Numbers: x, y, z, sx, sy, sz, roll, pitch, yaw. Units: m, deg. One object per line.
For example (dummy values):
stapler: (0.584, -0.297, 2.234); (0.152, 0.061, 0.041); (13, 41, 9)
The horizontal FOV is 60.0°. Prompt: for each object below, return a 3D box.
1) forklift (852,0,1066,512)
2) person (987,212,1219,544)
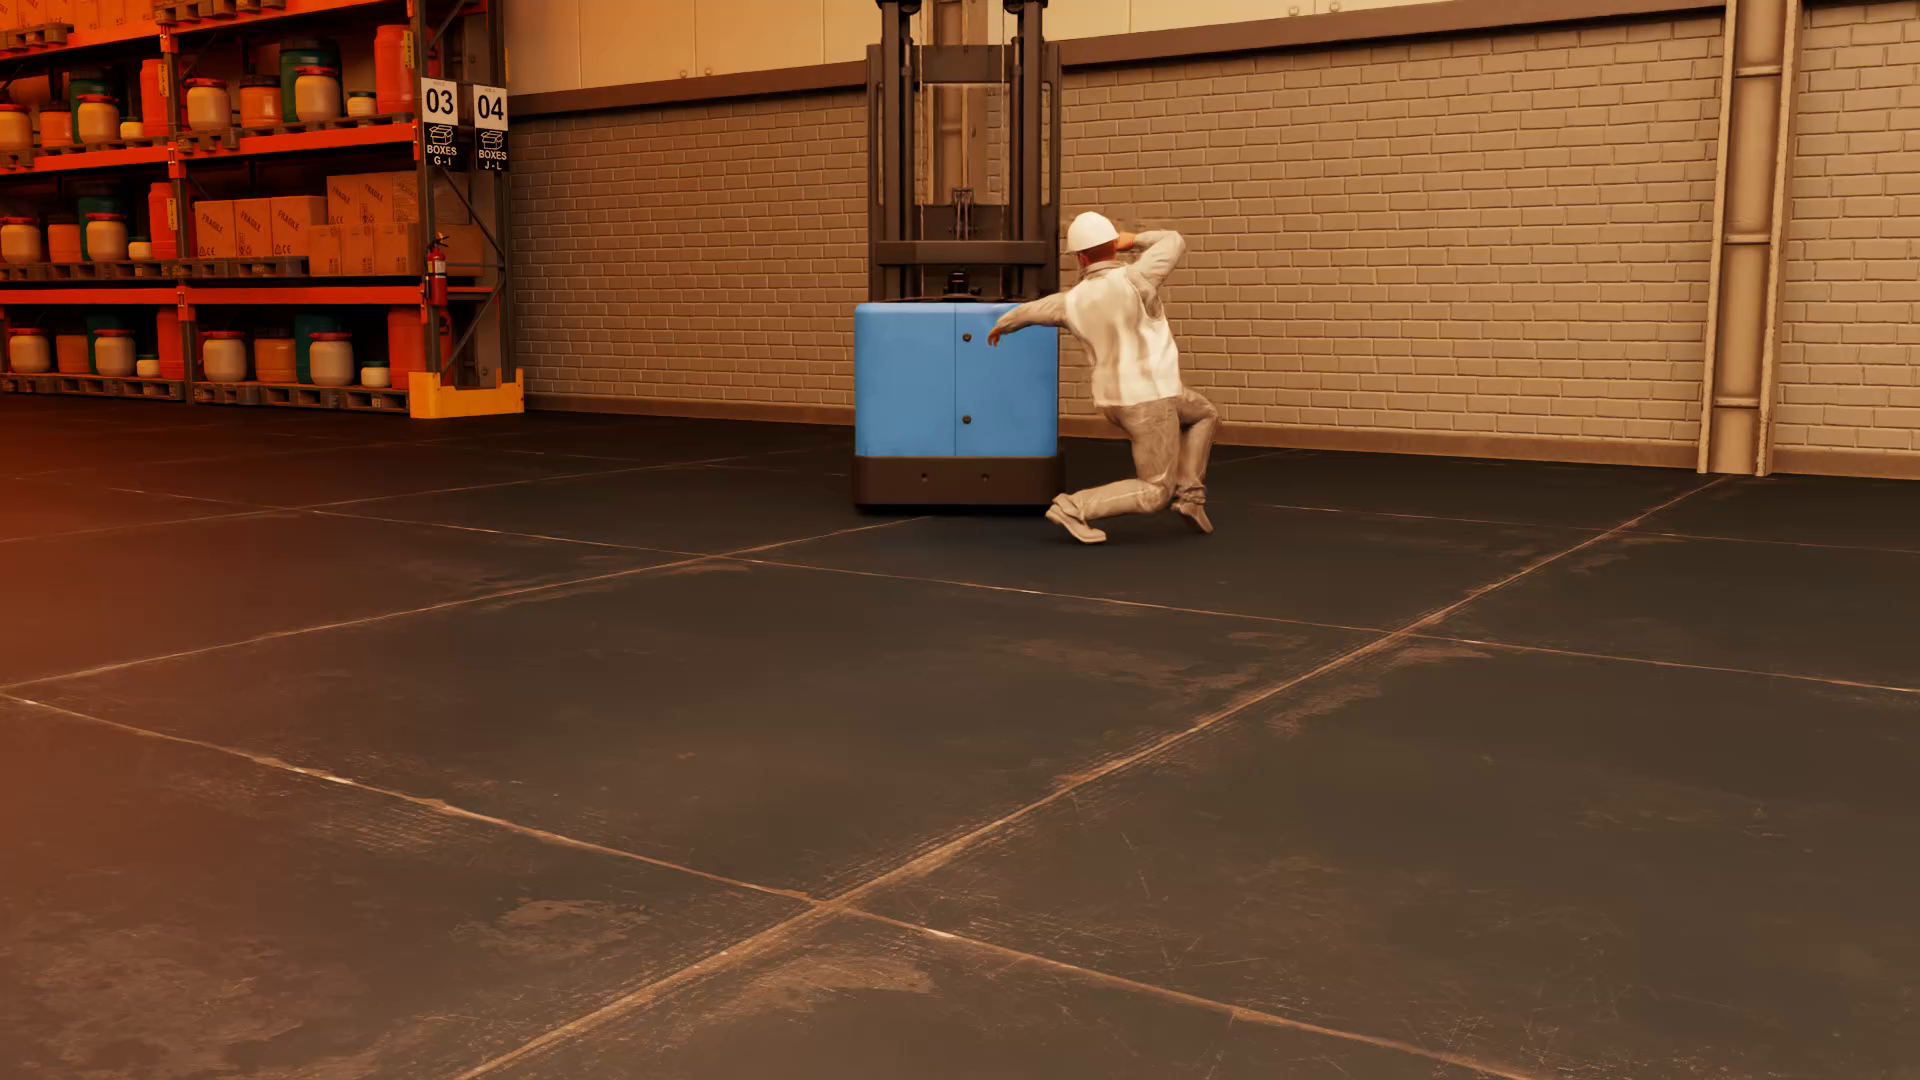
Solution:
forklift: (0.033, -1.770, 9.637); (1.130, 2.935, 3.031); (0, 8, 2)
person: (0.710, -0.759, 7.767); (0.918, 1.488, 1.012); (-4, 9, -27)
